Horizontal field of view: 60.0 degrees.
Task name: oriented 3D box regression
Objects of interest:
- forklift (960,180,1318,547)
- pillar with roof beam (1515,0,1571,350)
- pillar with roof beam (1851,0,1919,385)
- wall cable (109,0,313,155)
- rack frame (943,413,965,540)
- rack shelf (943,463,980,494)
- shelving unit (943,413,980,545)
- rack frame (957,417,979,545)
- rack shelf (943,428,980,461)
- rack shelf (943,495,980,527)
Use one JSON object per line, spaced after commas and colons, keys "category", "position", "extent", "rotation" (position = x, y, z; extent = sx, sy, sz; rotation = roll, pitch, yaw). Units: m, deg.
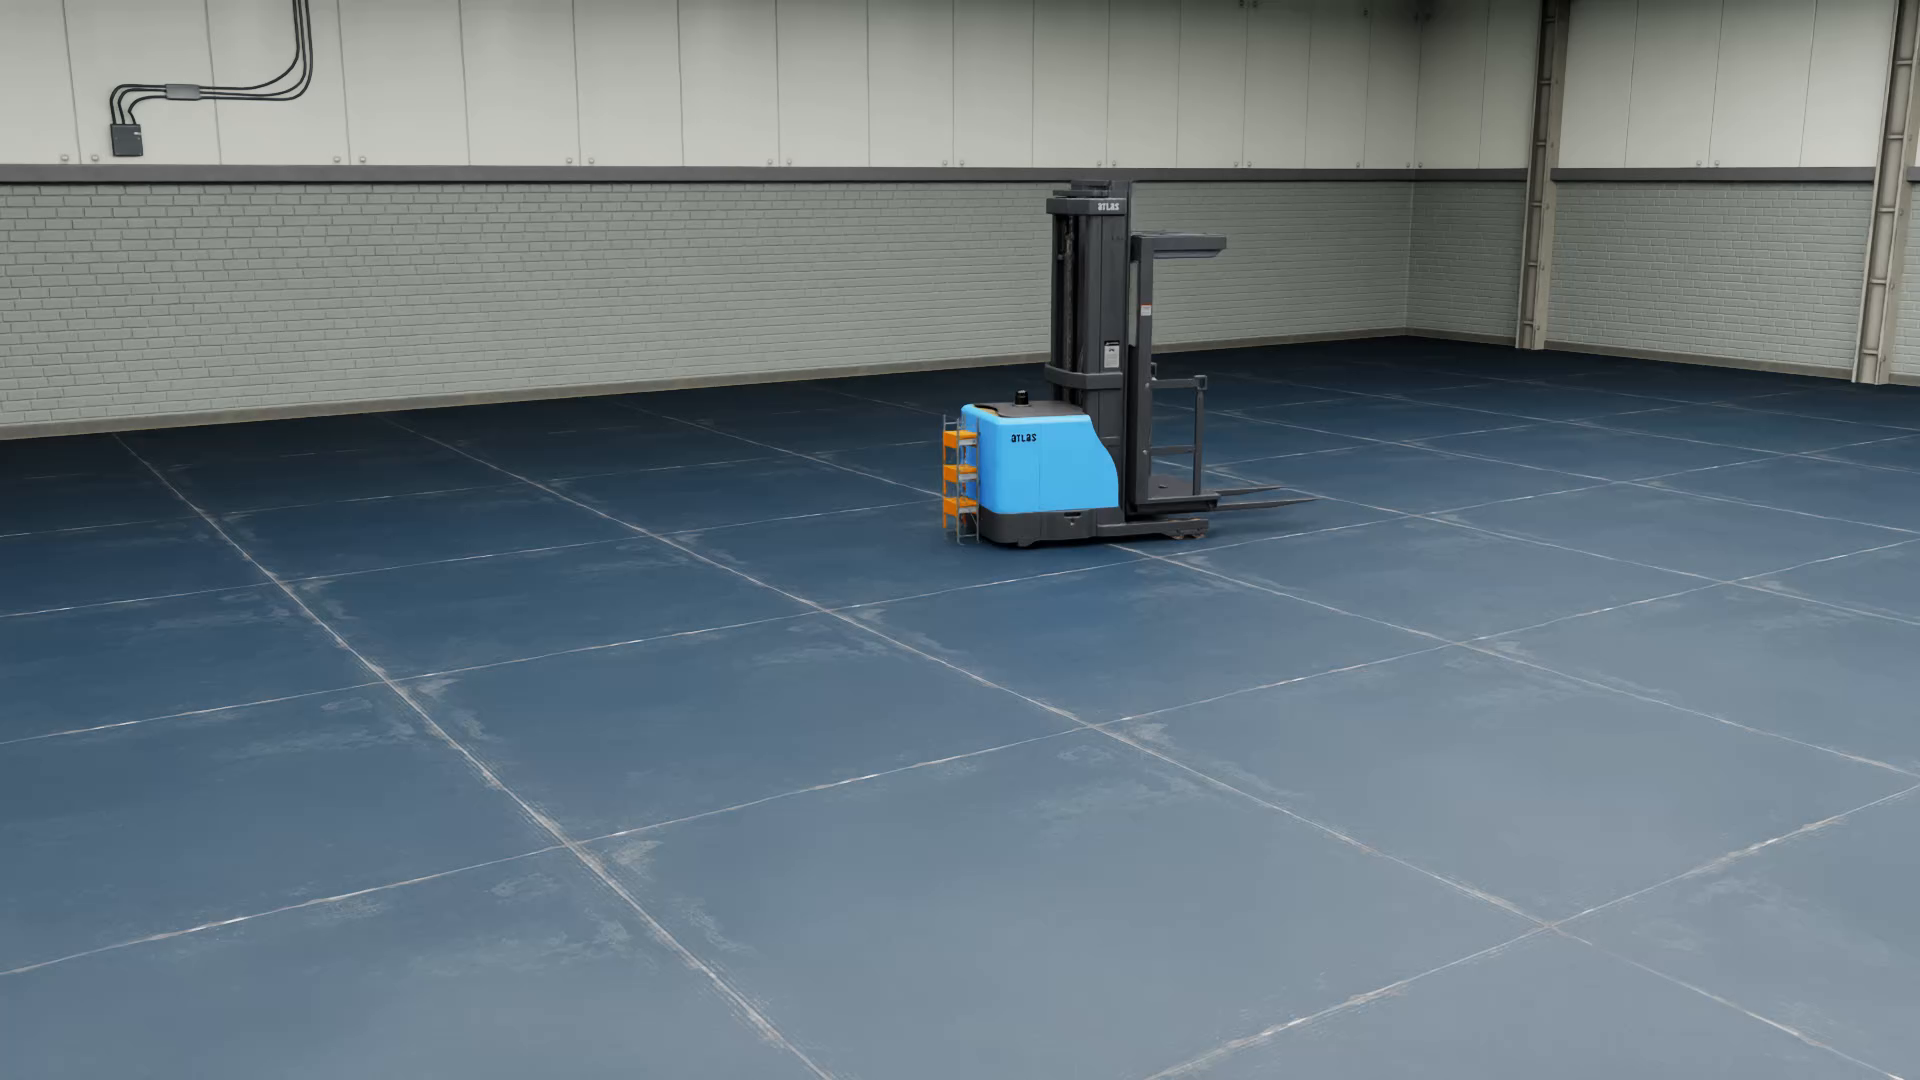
{"category": "forklift", "position": [1.571, -1.538, 14.032], "extent": [3.031, 2.935, 1.130], "rotation": [-4, 13, -18]}
{"category": "pillar with roof beam", "position": [6.459, -7.264, 26.013], "extent": [9.100, 9.000, 0.400], "rotation": [-8, 15, -33]}
{"category": "pillar with roof beam", "position": [9.784, -6.197, 21.133], "extent": [9.100, 9.000, 0.400], "rotation": [-8, 15, -33]}
{"category": "wall cable", "position": [-8.800, -7.507, 19.167], "extent": [2.305, 6.003, 0.169], "rotation": [-8, 15, -33]}
{"category": "rack frame", "position": [-0.045, -0.526, 13.808], "extent": [0.200, 1.050, 0.008], "rotation": [-6, 14, -27]}
{"category": "rack shelf", "position": [0.011, -0.492, 13.704], "extent": [0.215, 0.259, 0.240], "rotation": [-6, 14, -27]}
{"category": "shelving unit", "position": [0.011, -0.502, 13.702], "extent": [0.215, 1.050, 0.252], "rotation": [-6, 14, -27]}
{"category": "rack frame", "position": [0.067, -0.479, 13.596], "extent": [0.200, 1.050, 0.008], "rotation": [-6, 14, -27]}
{"category": "rack shelf", "position": [0.011, -0.769, 13.643], "extent": [0.215, 0.259, 0.240], "rotation": [-6, 14, -27]}
{"category": "rack shelf", "position": [0.011, -0.221, 13.763], "extent": [0.215, 0.259, 0.240], "rotation": [-6, 14, -27]}
